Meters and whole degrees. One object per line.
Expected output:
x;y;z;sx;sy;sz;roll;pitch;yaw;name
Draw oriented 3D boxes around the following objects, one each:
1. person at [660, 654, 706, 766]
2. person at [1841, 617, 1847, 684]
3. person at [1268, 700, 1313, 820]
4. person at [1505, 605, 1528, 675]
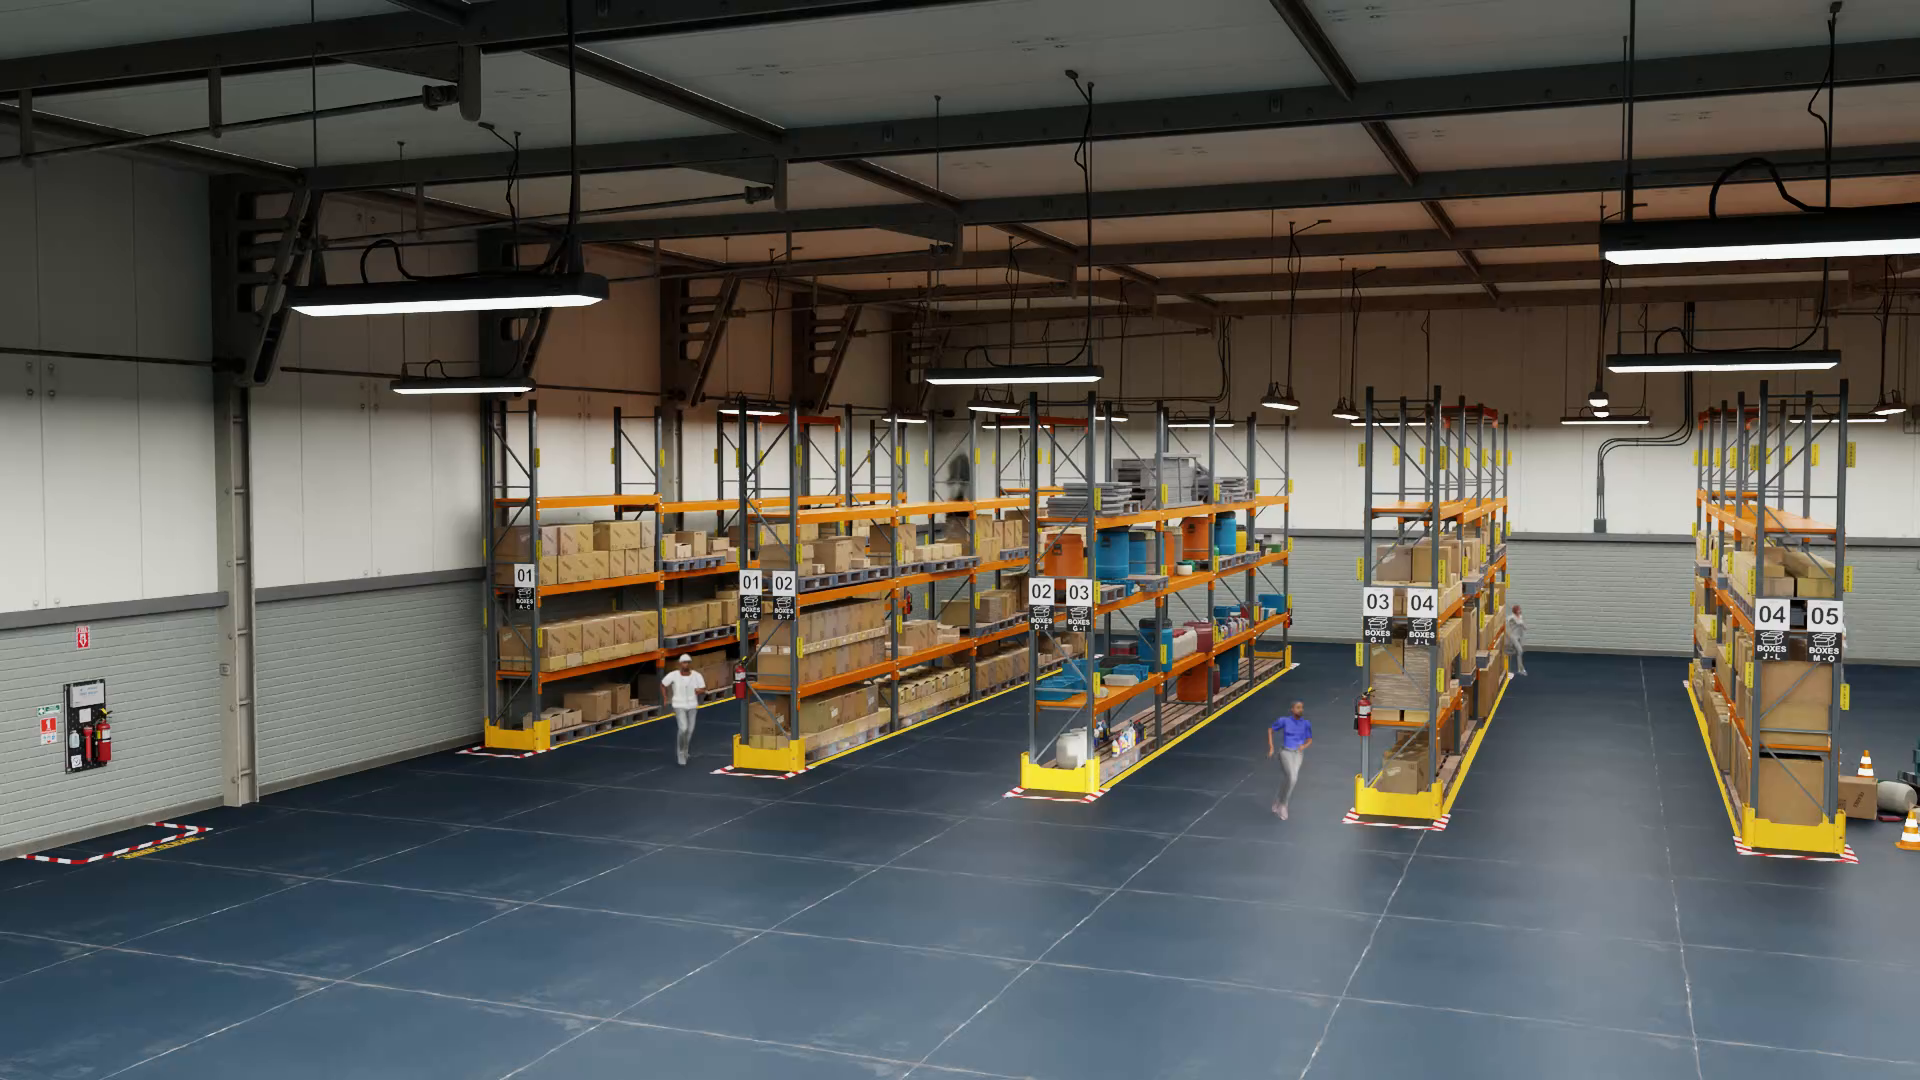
-4.510;2.779;27.281;0.677;1.815;0.756;-2;3;-28;person
19.265;2.386;36.662;0.539;1.628;0.600;1;3;11;person
4.626;3.039;23.135;0.571;1.614;0.656;-1;3;-12;person
12.898;2.306;38.711;0.568;1.610;0.827;-2;4;-38;person
